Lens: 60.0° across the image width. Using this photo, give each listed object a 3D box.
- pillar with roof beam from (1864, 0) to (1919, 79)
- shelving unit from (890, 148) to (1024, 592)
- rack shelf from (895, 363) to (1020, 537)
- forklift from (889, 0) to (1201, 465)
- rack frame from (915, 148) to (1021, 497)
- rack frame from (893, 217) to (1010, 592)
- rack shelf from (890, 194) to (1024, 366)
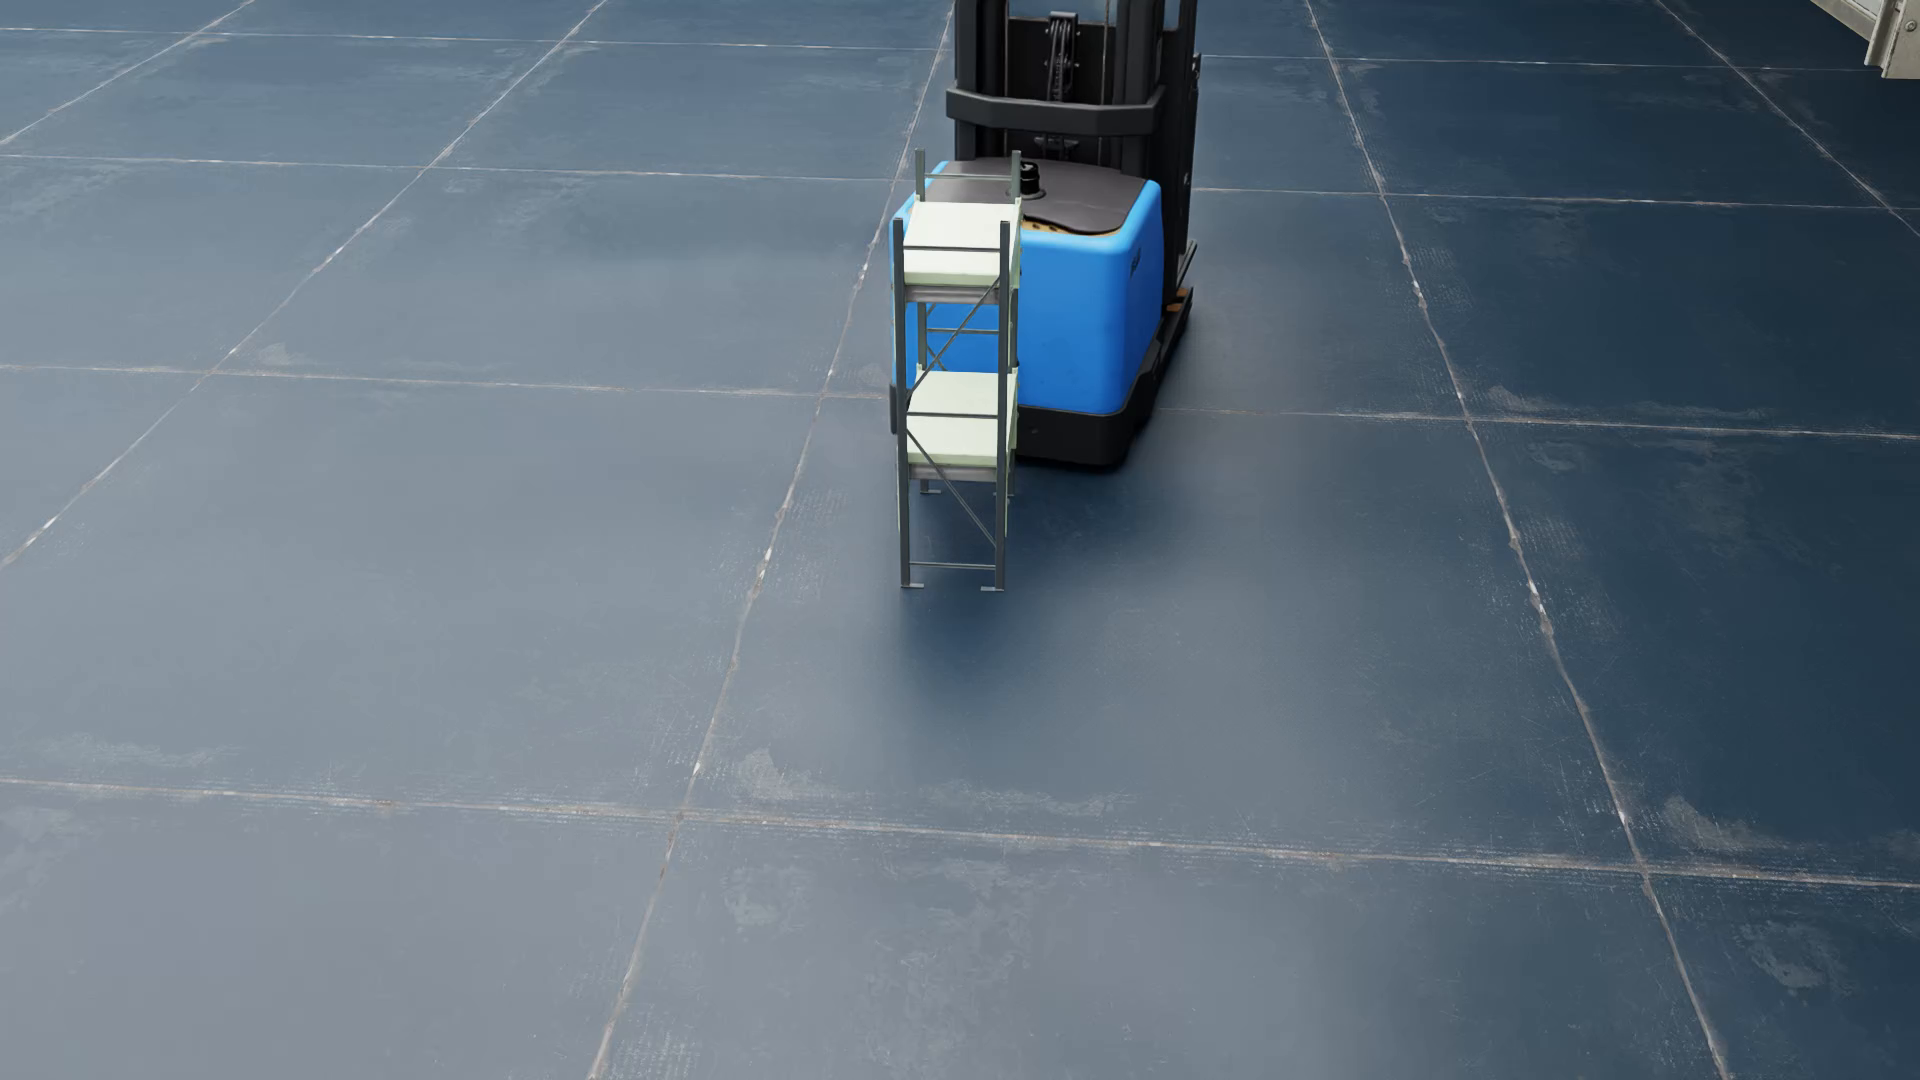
[{"bbox_3d":[2.709,-7.526,10.385,9.100,9.000,0.400,2,32,4],"label":"pillar with roof beam"},{"bbox_3d":[0.001,-0.642,6.362,0.431,1.500,0.755,2,32,4],"label":"shelving unit"},{"bbox_3d":[0.001,-0.364,6.533,0.431,0.370,0.720,2,32,4],"label":"rack shelf"},{"bbox_3d":[0.578,-2.333,7.741,1.130,2.935,3.031,8,33,13],"label":"forklift"},{"bbox_3d":[0.030,-0.833,6.673,0.400,1.500,0.023,2,32,4],"label":"rack frame"},{"bbox_3d":[-0.029,-0.451,6.052,0.400,1.500,0.023,2,32,4],"label":"rack frame"},{"bbox_3d":[0.001,-0.974,6.157,0.431,0.370,0.720,2,32,4],"label":"rack shelf"}]
